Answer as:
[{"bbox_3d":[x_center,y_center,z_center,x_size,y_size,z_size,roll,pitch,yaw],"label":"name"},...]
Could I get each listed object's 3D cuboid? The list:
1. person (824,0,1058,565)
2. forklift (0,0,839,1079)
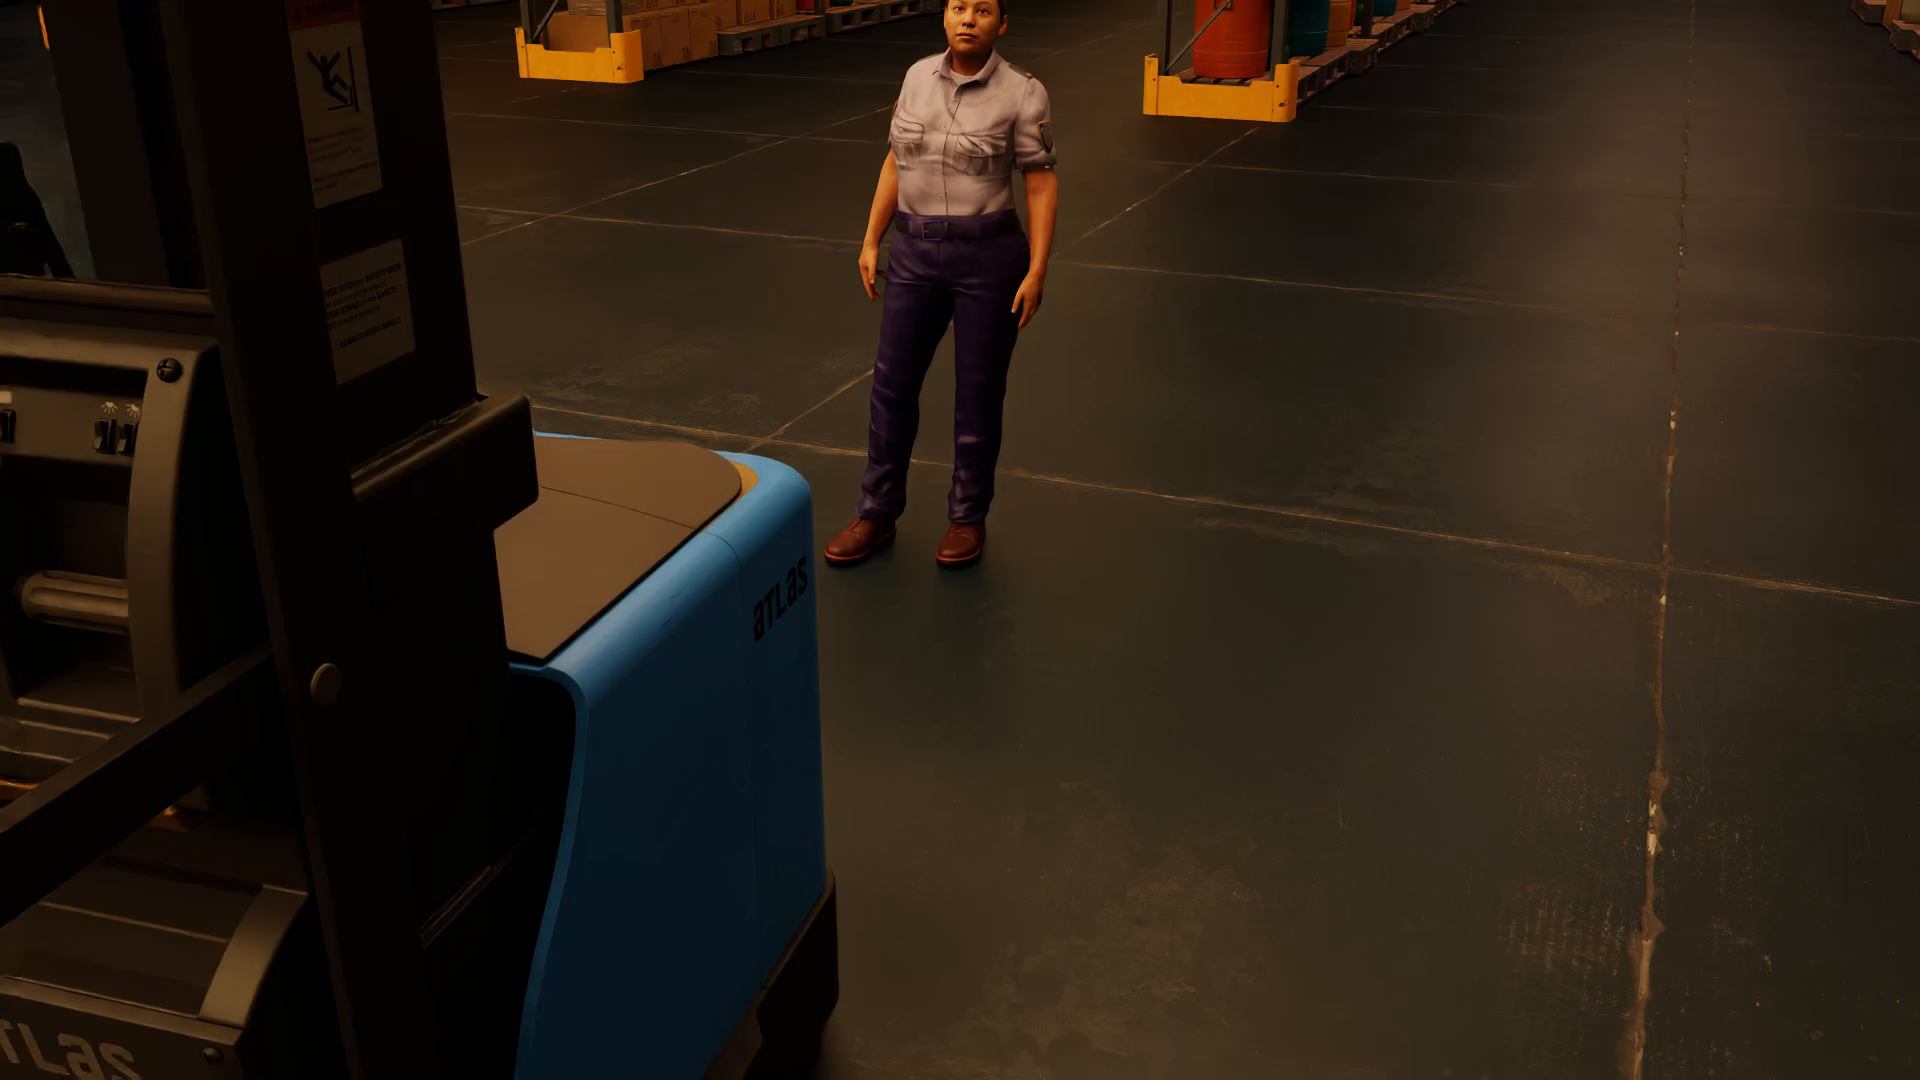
[{"bbox_3d":[-0.055,-0.739,4.704,0.598,1.651,0.503,9,24,21],"label":"person"},{"bbox_3d":[-1.127,-0.001,1.294,1.130,2.935,3.031,7,24,15],"label":"forklift"}]
